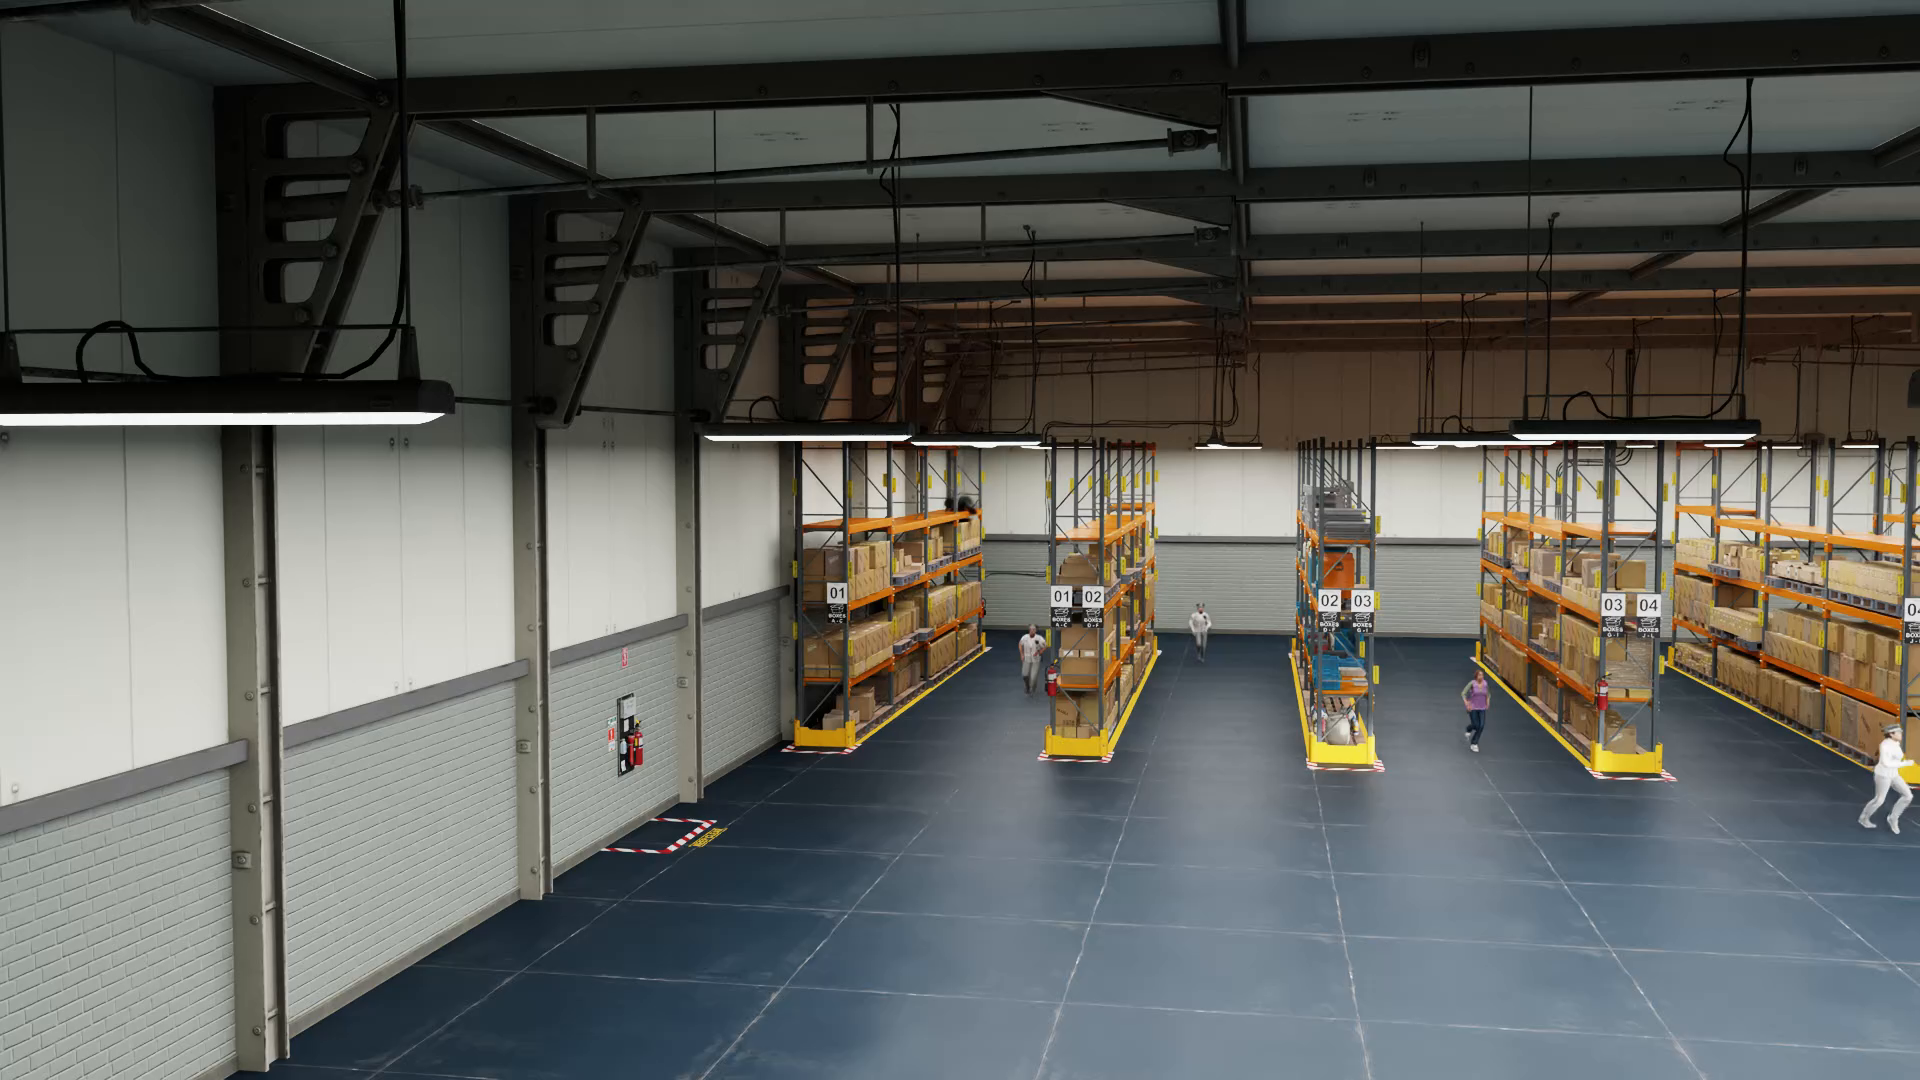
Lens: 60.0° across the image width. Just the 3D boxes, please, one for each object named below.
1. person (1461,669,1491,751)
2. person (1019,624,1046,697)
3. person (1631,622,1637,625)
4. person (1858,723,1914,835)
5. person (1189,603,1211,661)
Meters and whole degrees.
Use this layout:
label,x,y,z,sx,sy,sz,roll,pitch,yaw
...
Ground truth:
label,x,y,z,sx,sy,sz,roll,pitch,yaw
person,9.944,3.259,32.044,0.556,1.562,0.536,0,3,-8
person,1.670,2.806,38.674,0.664,1.732,0.622,1,3,10
person,17.436,2.642,42.572,0.680,1.701,0.917,0,3,8
person,13.906,3.558,24.923,0.632,1.684,0.767,-2,4,-39
person,6.553,2.509,45.254,0.570,1.628,0.673,0,3,-3
